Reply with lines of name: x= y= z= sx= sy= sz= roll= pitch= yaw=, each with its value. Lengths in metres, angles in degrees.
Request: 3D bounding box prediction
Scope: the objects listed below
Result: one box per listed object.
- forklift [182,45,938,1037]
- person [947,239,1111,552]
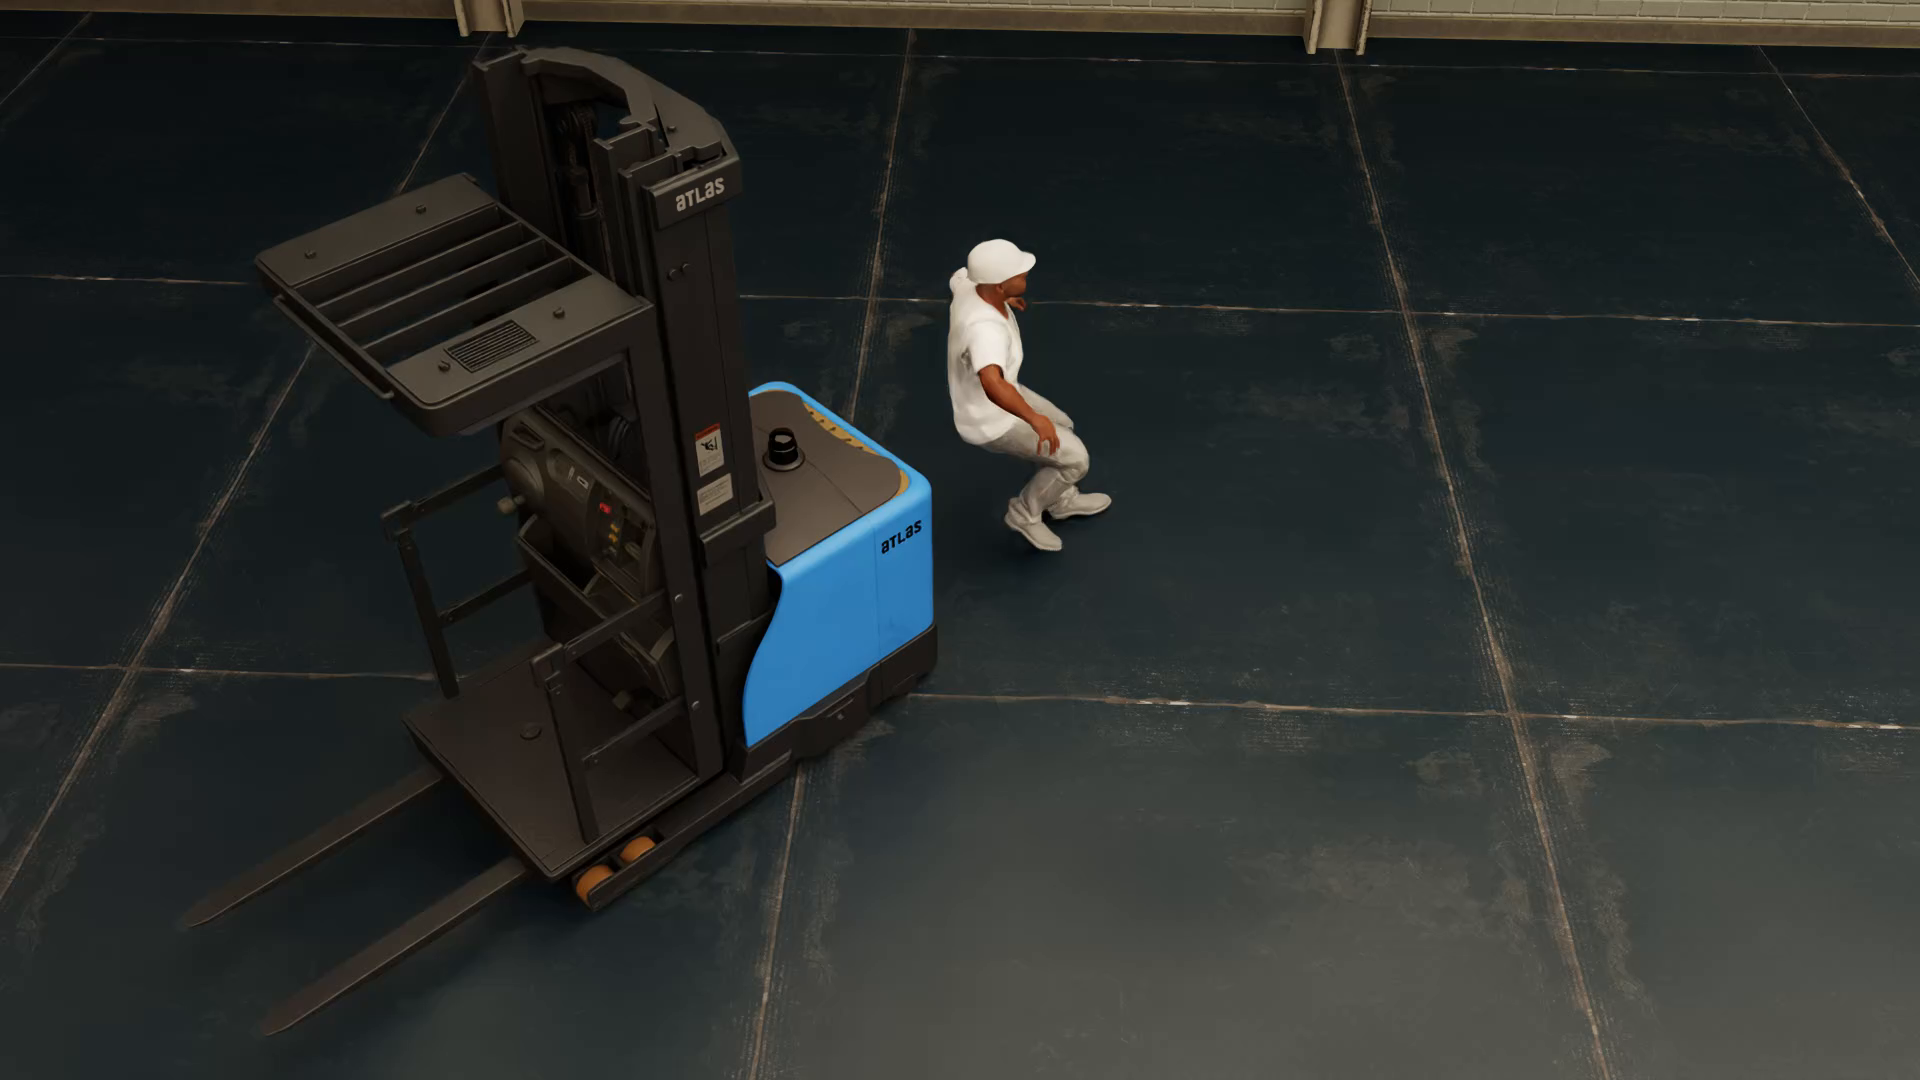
forklift: x=-1.515 y=-0.074 z=5.823 sx=3.031 sy=2.935 sz=1.130 roll=-32 pitch=51 yaw=-30
person: x=0.341 y=-0.652 z=7.442 sx=0.800 sy=1.617 sz=1.176 roll=-3 pitch=42 yaw=-3
